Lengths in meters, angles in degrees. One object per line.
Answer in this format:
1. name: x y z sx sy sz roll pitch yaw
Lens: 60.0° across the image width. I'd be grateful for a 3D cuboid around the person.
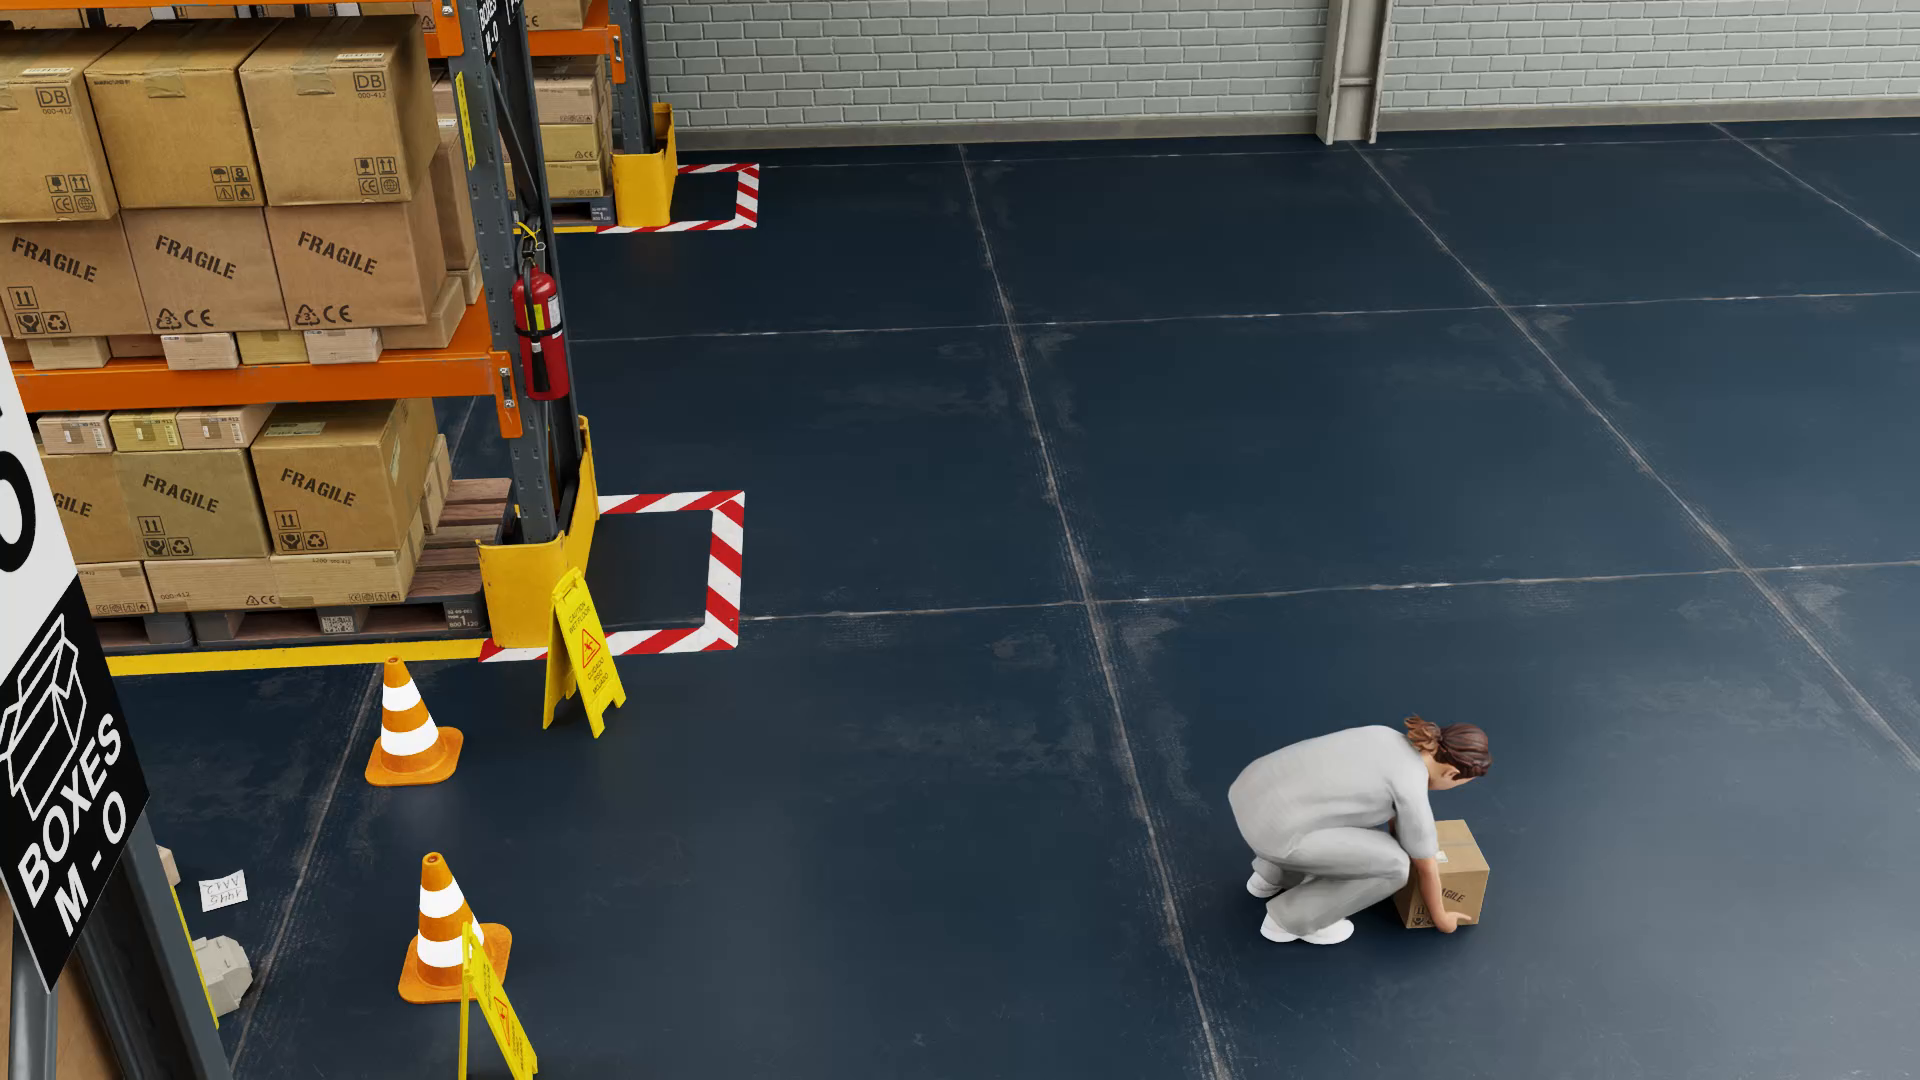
1. person: 1.309 0.950 5.505 0.858 0.743 0.458 -3 31 -6
